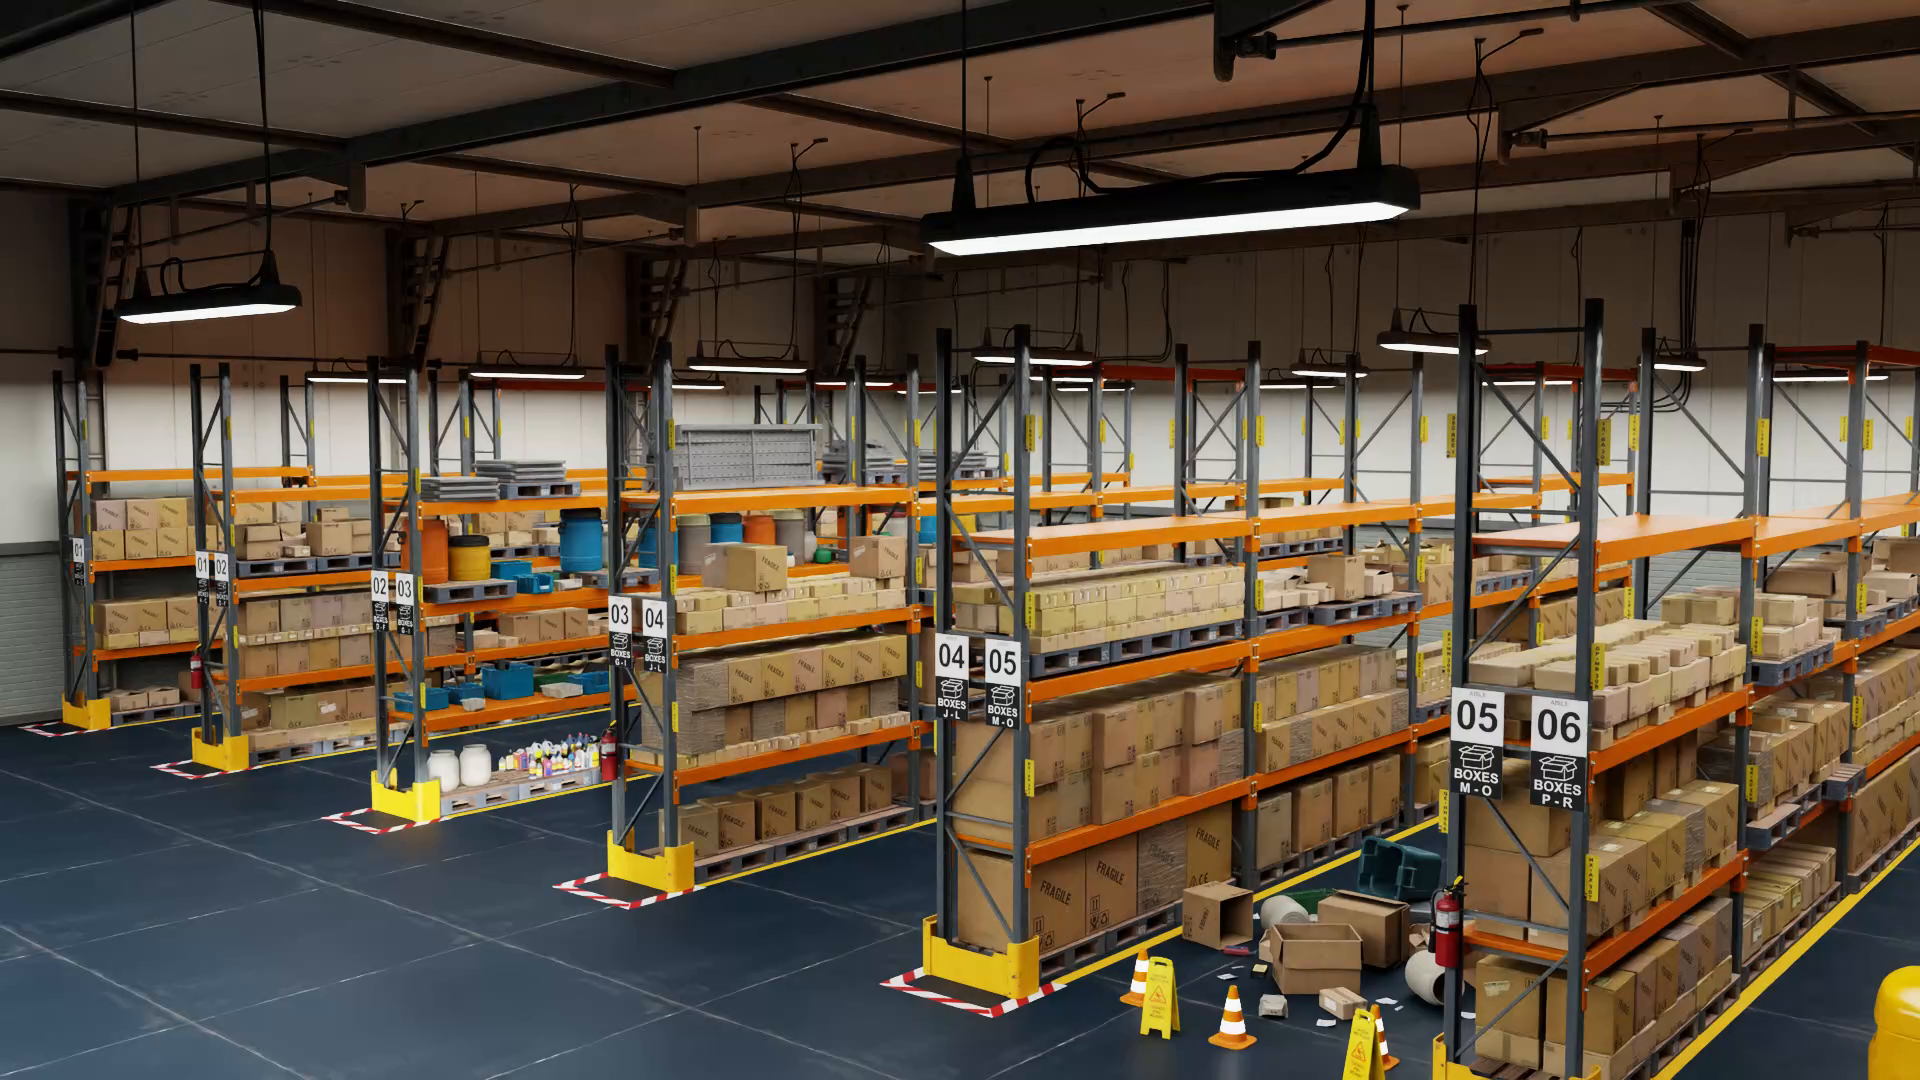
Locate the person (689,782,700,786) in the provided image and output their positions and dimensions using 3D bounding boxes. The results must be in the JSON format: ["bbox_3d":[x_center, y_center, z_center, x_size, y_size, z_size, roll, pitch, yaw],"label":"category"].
[{"bbox_3d":[-3.621,2.581,23.721,0.595,1.844,0.563,0,4,6],"label":"person"}]

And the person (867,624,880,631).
[{"bbox_3d":[-1.804,1.941,33.081,0.435,1.629,1.045,3,5,39],"label":"person"}]

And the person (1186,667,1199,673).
[{"bbox_3d":[3.329,2.569,24.085,0.919,1.662,0.553,-3,5,-37],"label":"person"}]
